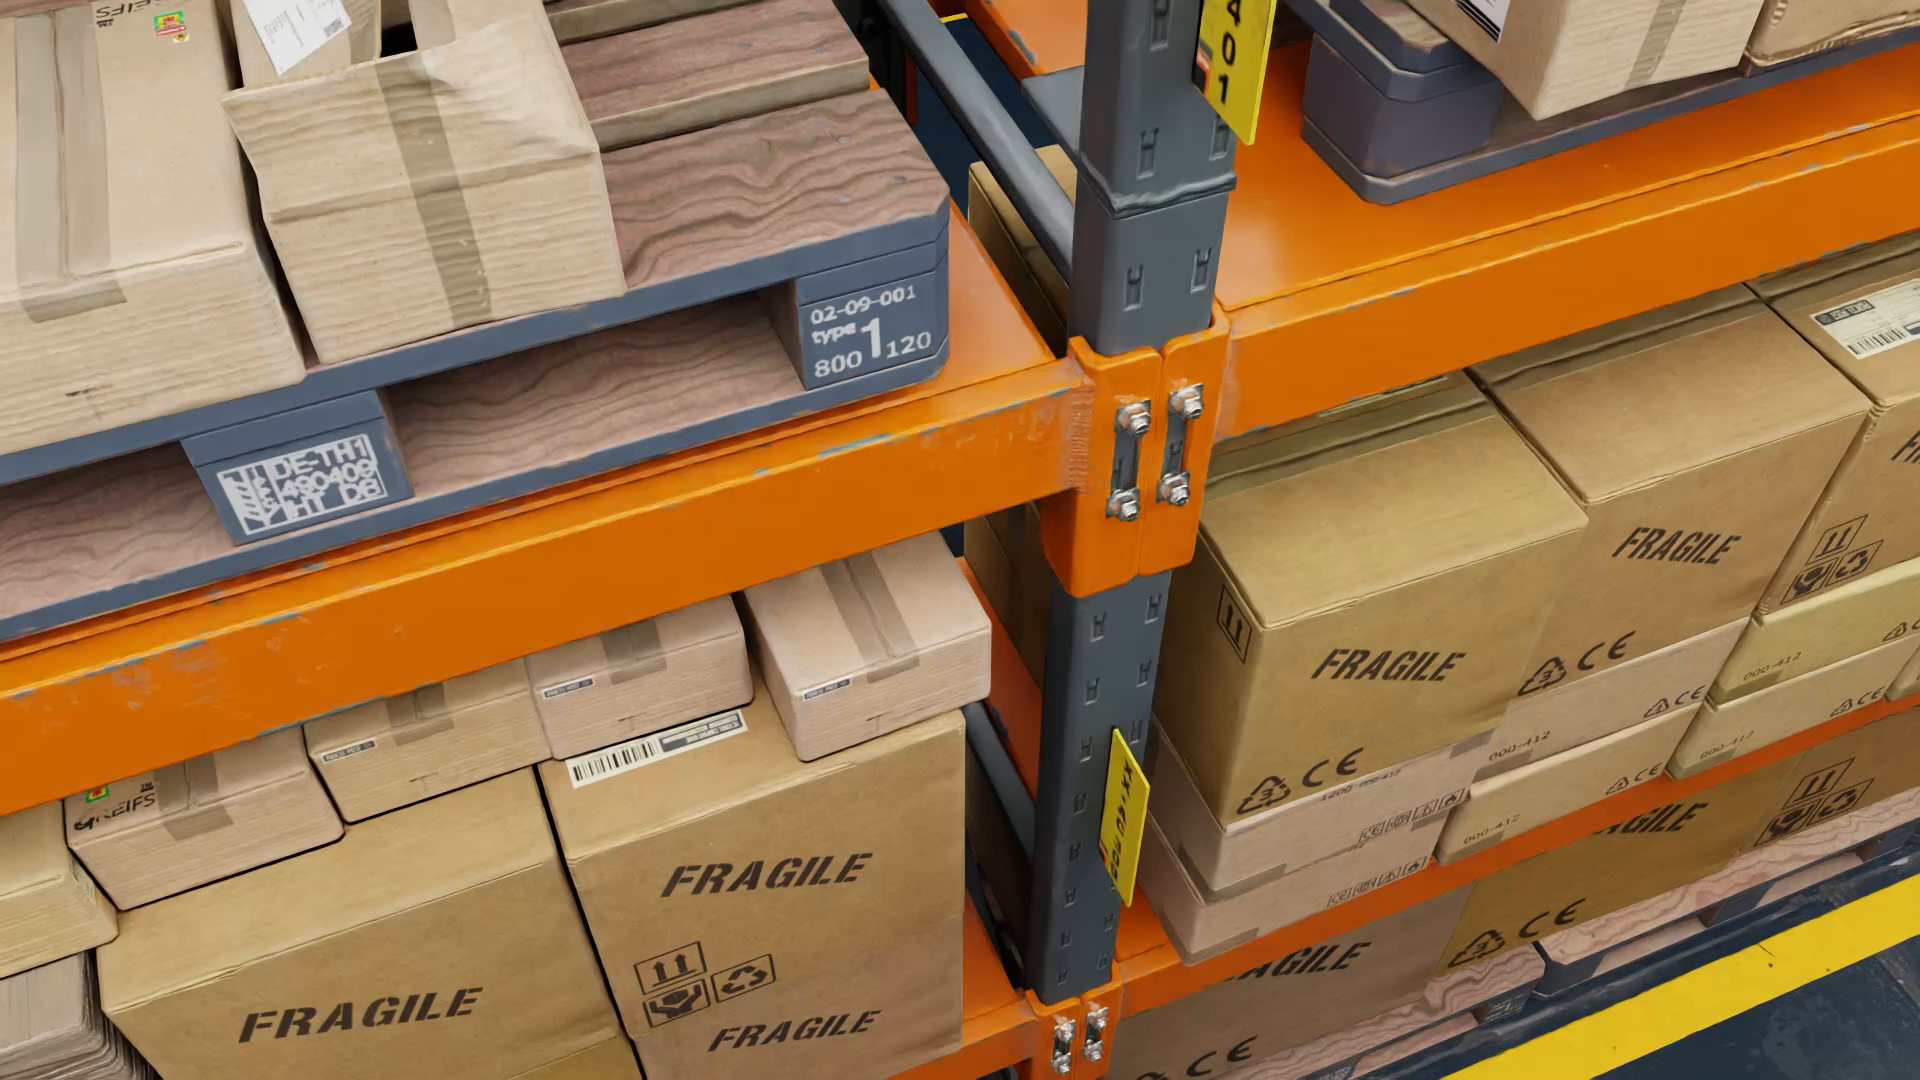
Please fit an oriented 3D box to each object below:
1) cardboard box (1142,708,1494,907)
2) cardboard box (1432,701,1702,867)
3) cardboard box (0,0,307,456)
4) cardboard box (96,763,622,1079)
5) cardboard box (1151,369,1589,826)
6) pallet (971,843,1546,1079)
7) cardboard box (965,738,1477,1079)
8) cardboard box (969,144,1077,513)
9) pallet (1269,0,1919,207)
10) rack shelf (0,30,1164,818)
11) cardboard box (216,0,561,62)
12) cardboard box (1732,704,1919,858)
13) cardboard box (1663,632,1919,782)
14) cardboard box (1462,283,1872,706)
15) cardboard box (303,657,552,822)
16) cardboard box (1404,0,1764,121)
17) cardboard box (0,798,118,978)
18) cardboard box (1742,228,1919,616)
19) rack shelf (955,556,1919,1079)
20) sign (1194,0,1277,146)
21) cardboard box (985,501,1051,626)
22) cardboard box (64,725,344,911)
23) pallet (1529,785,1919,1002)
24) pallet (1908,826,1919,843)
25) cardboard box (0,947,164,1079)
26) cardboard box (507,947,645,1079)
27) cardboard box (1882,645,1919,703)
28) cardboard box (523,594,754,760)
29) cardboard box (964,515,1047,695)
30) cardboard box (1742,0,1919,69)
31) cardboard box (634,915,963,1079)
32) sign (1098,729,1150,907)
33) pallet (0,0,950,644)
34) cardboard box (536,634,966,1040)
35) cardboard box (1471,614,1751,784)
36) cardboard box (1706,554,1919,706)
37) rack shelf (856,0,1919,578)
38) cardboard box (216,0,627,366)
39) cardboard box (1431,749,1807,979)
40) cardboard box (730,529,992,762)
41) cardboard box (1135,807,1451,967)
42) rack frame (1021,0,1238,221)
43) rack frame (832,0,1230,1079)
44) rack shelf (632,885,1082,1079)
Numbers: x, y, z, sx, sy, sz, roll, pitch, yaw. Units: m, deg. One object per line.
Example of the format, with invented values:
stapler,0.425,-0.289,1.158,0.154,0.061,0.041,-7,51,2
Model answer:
cardboard box,0.529,0.268,2.812,0.500,0.250,0.500,-19,52,-15
cardboard box,1.000,0.269,3.141,0.500,0.250,0.500,-18,52,-15
cardboard box,-0.700,-0.271,1.351,0.250,0.149,0.380,-16,51,-13
cardboard box,-0.790,0.421,2.186,0.500,0.500,0.500,-18,52,-15
cardboard box,0.531,0.028,2.524,0.500,0.500,0.500,-17,51,-14
pallet,0.701,0.945,4.300,1.213,0.211,1.003,-17,52,-14
cardboard box,0.559,0.632,3.854,0.875,0.875,0.875,-16,51,-13
cardboard box,0.333,-0.353,2.851,0.500,0.500,0.500,-16,51,-13
pallet,0.845,-0.902,2.197,1.217,0.209,0.805,-19,52,-16
rack shelf,-1.837,0.141,1.649,4.000,0.370,1.077,-17,52,-14
cardboard box,-0.609,-0.848,1.615,0.500,0.500,0.500,-16,51,-14
cardboard box,2.220,0.111,4.301,0.875,0.875,0.875,-17,51,-14
cardboard box,1.481,0.133,3.257,0.500,0.250,0.500,-18,52,-15
cardboard box,0.991,-0.138,2.666,0.500,0.500,0.500,-17,52,-14
cardboard box,-0.670,0.117,2.020,0.250,0.149,0.380,-17,51,-14
cardboard box,0.610,-0.658,1.672,0.258,0.266,0.396,-18,52,-15
cardboard box,-1.115,0.299,1.864,0.250,0.149,0.380,-18,52,-15
cardboard box,1.457,-0.280,2.788,0.500,0.500,0.500,-18,52,-15
rack shelf,1.866,-0.029,3.772,4.000,0.370,1.077,-17,52,-14
sign,0.226,-0.472,1.308,0.005,0.325,0.100,-17,52,-14
cardboard box,0.331,-0.101,3.129,0.500,0.250,0.500,-17,52,-14
cardboard box,-0.897,0.202,1.947,0.250,0.149,0.380,-18,52,-15
pallet,1.832,0.592,4.603,1.213,0.211,1.003,-17,52,-14
pallet,2.959,0.245,4.901,1.213,0.211,1.003,-17,52,-14
cardboard box,-1.258,0.574,2.055,0.500,0.500,0.500,-17,51,-14
cardboard box,-0.792,0.742,2.570,0.500,0.500,0.500,-18,52,-15
cardboard box,1.947,-0.004,3.375,0.500,0.250,0.500,-18,52,-15
cardboard box,-0.435,0.052,2.076,0.250,0.149,0.380,-16,51,-13
cardboard box,0.335,0.053,3.326,0.500,0.250,0.500,-18,52,-15
cardboard box,0.940,-0.886,1.713,0.500,0.500,0.500,-18,52,-15
cardboard box,-0.318,0.590,2.700,0.500,0.500,0.500,-17,51,-14
sign,0.226,0.392,2.313,0.005,0.325,0.100,-17,52,-14
pallet,-0.747,-0.411,1.707,1.213,0.211,1.003,-17,52,-14
cardboard box,-0.318,0.281,2.306,0.500,0.500,0.500,-18,52,-15
cardboard box,1.001,0.099,2.957,0.500,0.250,0.500,-16,51,-14
cardboard box,1.478,-0.027,3.065,0.500,0.250,0.500,-17,51,-14
rack shelf,1.866,-1.006,2.634,4.000,0.370,1.077,-17,52,-14
cardboard box,-0.455,-0.385,1.372,0.258,0.266,0.396,-16,51,-13
cardboard box,1.392,0.367,4.081,0.875,0.875,0.875,-16,51,-13
cardboard box,-0.150,0.052,2.075,0.250,0.149,0.380,-18,52,-15
cardboard box,0.522,0.418,3.012,0.500,0.250,0.500,-18,52,-15
rack frame,0.015,-1.644,0.730,0.127,3.000,1.000,-17,52,-14
rack frame,0.015,0.310,3.006,0.127,3.000,1.000,-17,52,-14
rack shelf,-1.837,1.118,2.787,4.000,0.370,1.077,-17,52,-14
